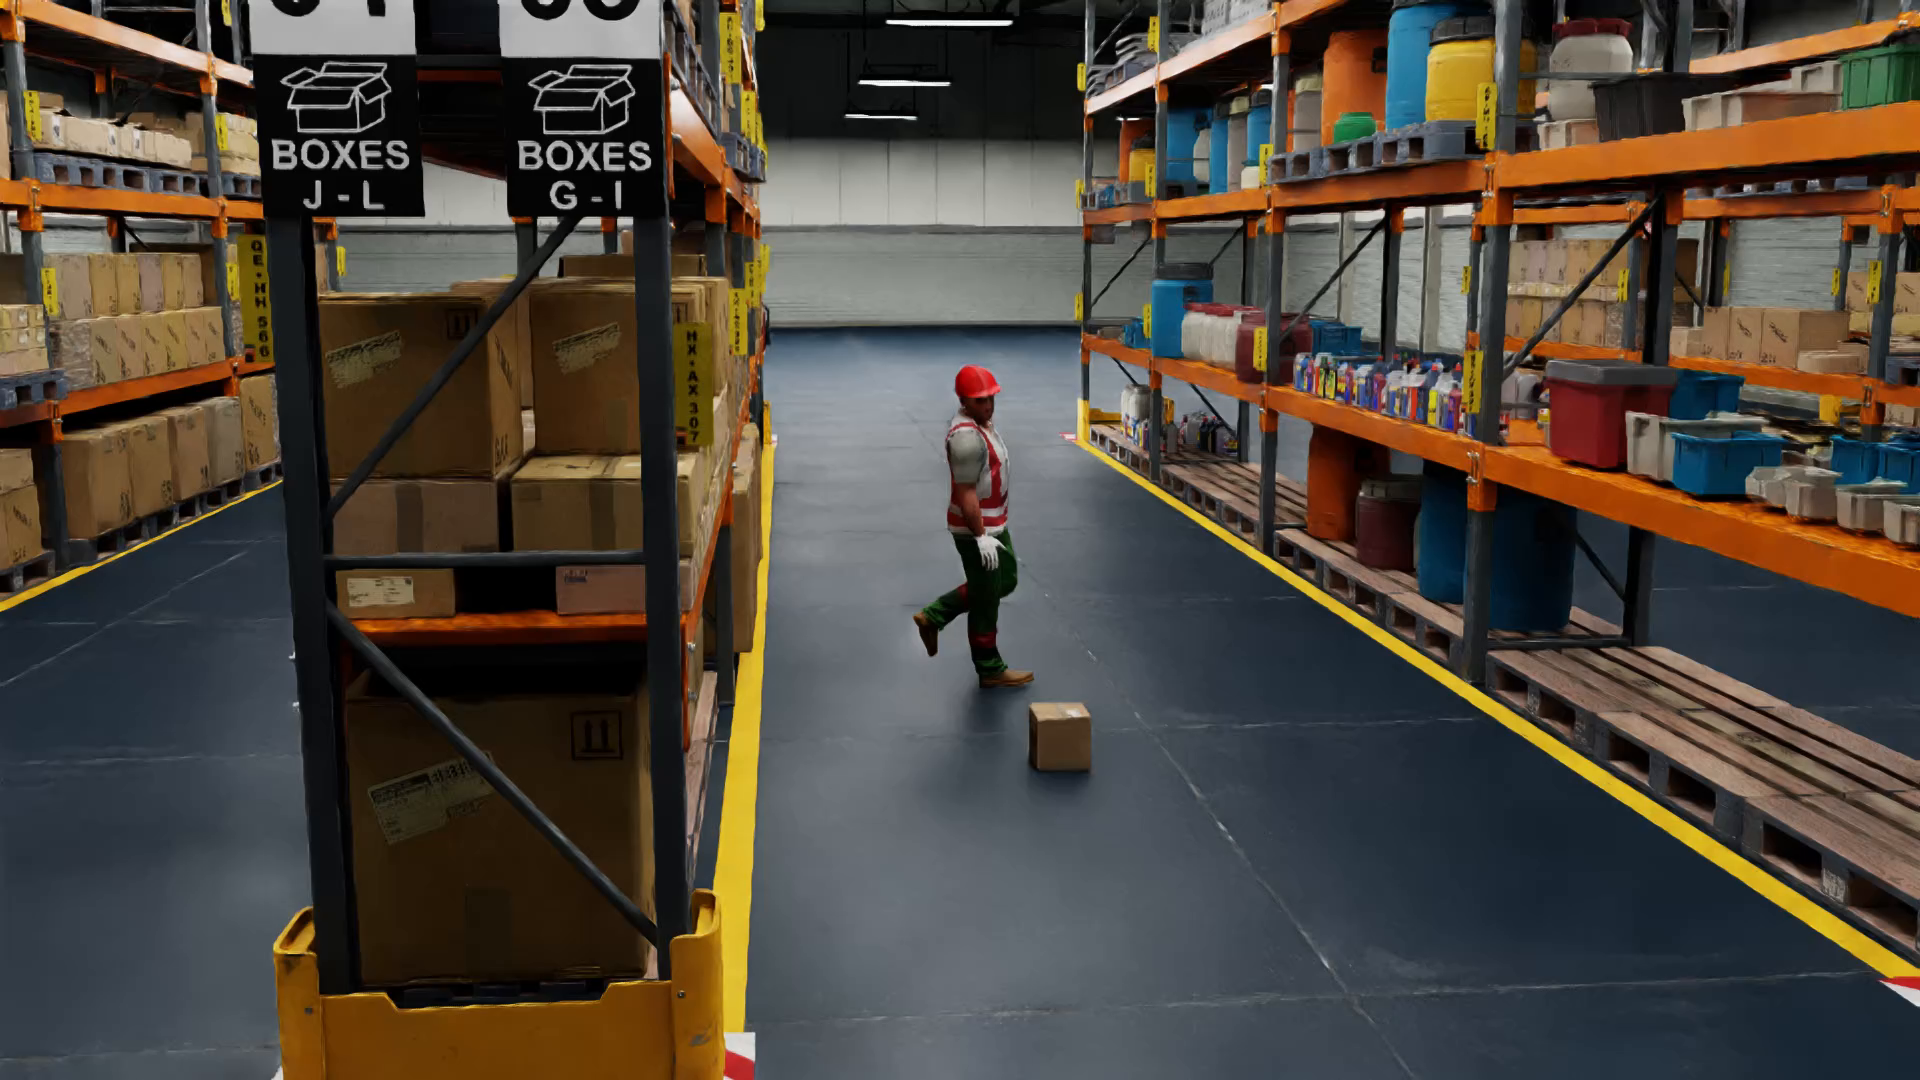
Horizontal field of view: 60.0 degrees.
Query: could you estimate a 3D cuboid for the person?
[{"bbox_3d":[0.060,-0.053,8.692,0.658,1.753,0.656,1,10,4],"label":"person"}]
